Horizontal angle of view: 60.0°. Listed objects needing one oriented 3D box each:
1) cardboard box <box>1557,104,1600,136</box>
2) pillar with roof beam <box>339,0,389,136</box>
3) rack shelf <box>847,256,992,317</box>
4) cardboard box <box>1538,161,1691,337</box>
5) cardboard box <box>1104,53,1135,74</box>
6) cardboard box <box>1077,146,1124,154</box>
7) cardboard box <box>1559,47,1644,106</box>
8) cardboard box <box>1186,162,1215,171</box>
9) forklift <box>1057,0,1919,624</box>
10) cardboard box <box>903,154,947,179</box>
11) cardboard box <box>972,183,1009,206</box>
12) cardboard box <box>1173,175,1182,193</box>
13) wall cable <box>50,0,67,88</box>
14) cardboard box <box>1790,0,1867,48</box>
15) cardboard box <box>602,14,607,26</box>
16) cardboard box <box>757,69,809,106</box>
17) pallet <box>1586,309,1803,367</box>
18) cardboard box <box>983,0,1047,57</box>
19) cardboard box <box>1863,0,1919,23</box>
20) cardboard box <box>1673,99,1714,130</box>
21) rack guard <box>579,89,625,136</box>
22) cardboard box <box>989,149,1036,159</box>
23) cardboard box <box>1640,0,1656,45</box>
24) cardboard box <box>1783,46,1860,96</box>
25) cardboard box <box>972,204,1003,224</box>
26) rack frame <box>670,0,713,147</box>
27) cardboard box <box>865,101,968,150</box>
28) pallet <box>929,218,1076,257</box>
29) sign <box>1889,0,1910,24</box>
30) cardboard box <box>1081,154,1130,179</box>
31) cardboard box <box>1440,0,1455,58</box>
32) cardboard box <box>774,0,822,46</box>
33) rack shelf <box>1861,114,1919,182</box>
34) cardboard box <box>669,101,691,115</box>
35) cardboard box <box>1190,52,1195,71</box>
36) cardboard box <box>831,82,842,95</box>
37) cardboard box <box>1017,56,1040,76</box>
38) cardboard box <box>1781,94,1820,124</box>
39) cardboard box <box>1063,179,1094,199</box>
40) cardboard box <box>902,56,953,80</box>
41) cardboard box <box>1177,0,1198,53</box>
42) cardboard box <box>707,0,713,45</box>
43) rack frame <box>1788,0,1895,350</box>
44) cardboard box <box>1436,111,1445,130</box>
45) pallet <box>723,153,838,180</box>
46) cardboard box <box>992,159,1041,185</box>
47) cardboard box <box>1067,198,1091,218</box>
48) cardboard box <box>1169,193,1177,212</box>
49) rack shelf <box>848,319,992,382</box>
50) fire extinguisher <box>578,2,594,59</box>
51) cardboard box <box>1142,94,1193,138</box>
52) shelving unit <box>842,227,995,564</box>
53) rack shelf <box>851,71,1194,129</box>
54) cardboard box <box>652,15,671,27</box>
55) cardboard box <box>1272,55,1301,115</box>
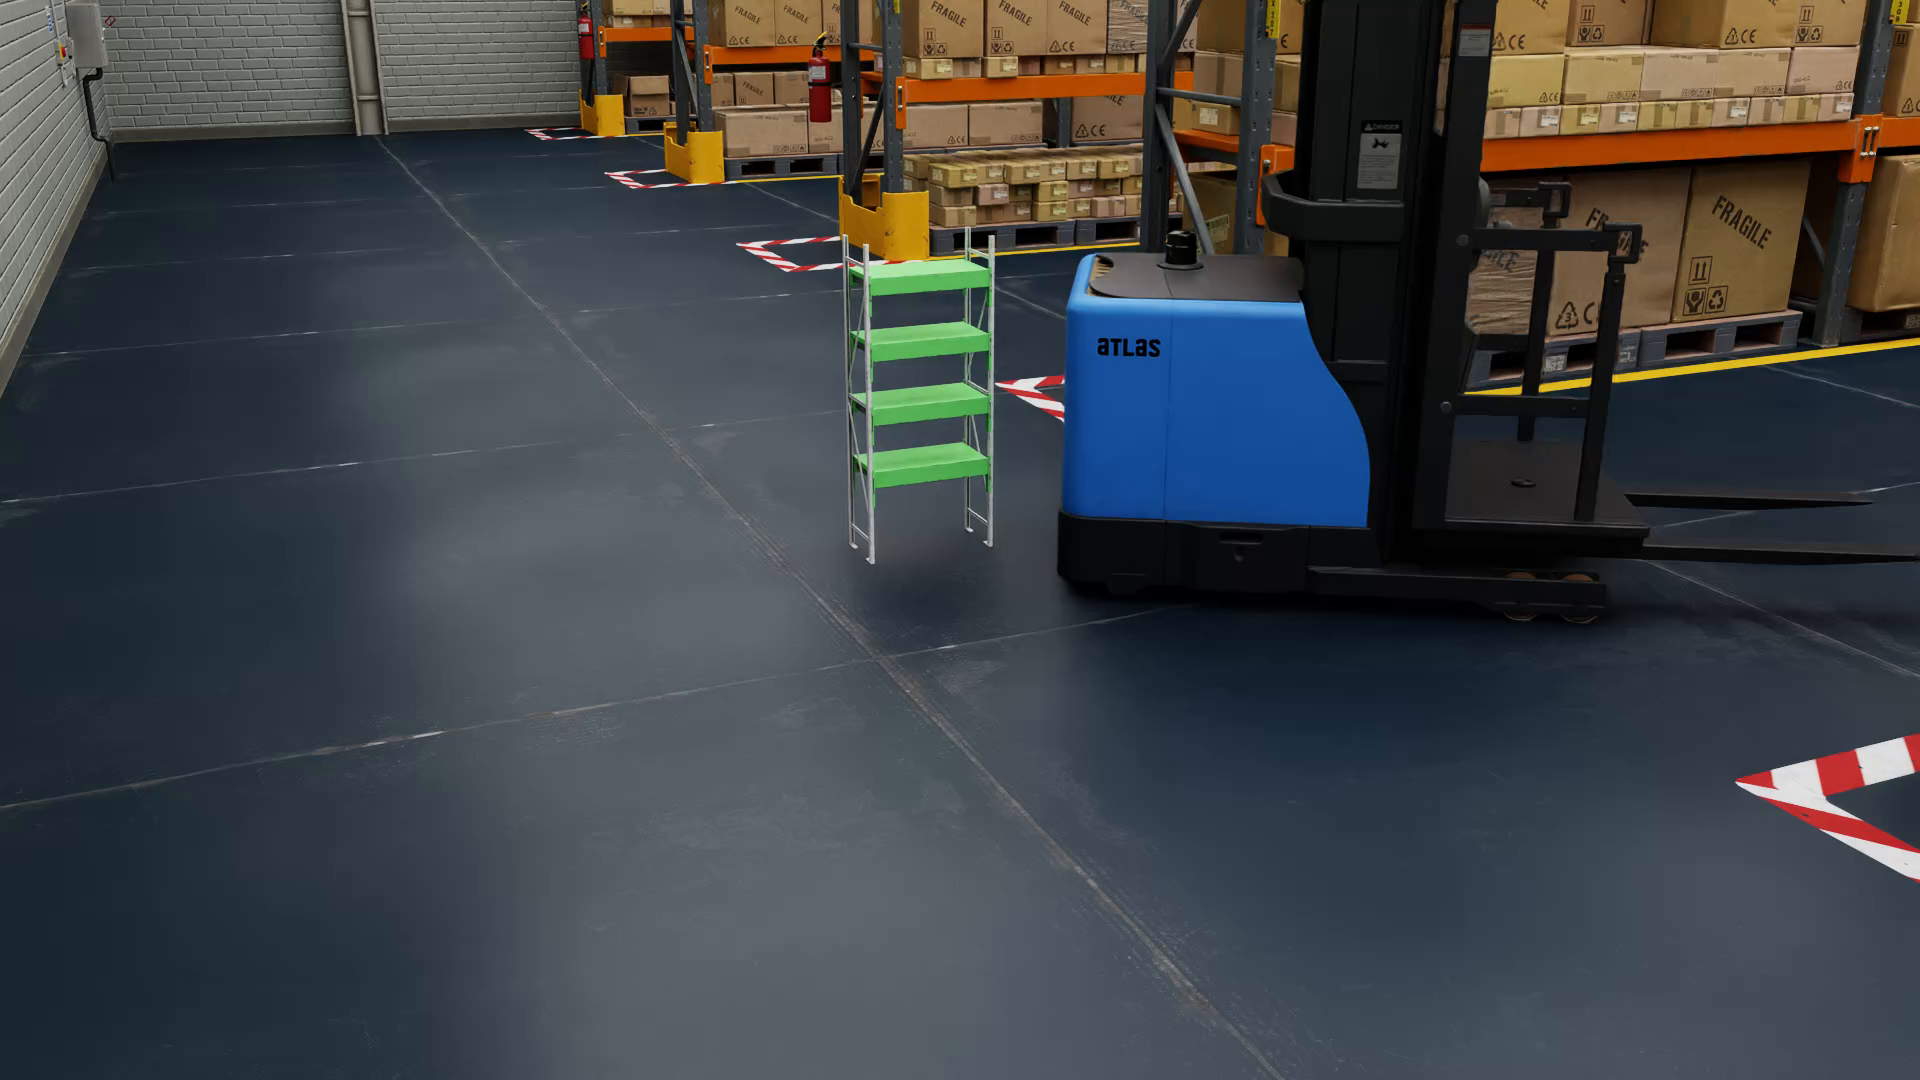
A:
[{"bbox_3d":[3.070,-2.187,8.595,0.250,0.149,0.380,-9,21,-23],"label":"cardboard box"},{"bbox_3d":[-5.821,-8.129,16.060,0.400,9.000,9.100,-8,21,-22],"label":"pillar with roof beam"},{"bbox_3d":[-0.152,-0.937,6.123,0.480,0.148,0.258,-8,21,-22],"label":"rack shelf"},{"bbox_3d":[3.410,-1.698,9.395,0.875,0.875,0.875,-8,21,-22],"label":"cardboard box"},{"bbox_3d":[1.169,-3.727,12.970,0.250,0.149,0.380,-7,21,-20],"label":"cardboard box"},{"bbox_3d":[1.159,-3.163,13.753,0.250,0.149,0.380,-8,21,-22],"label":"cardboard box"},{"bbox_3d":[3.163,-2.413,8.636,0.500,0.250,0.500,-9,21,-23],"label":"cardboard box"},{"bbox_3d":[1.853,-3.062,13.466,0.250,0.149,0.380,-9,21,-25],"label":"cardboard box"},{"bbox_3d":[1.904,-1.283,5.752,3.031,2.935,1.130,2,20,6],"label":"forklift"},{"bbox_3d":[-0.285,-2.963,13.186,0.250,0.149,0.380,-8,21,-21],"label":"cardboard box"},{"bbox_3d":[0.186,-2.686,12.845,0.250,0.149,0.380,-8,21,-22],"label":"cardboard box"},{"bbox_3d":[1.607,-2.912,13.489,0.250,0.149,0.380,-9,21,-24],"label":"cardboard box"},{"bbox_3d":[-7.892,-4.924,14.413,0.123,1.953,0.585,-8,21,-22],"label":"wall cable"},{"bbox_3d":[4.558,-2.964,9.073,0.500,0.500,0.500,-8,21,-20],"label":"cardboard box"},{"bbox_3d":[-4.496,-6.699,21.409,0.250,0.149,0.380,-8,21,-23],"label":"cardboard box"},{"bbox_3d":[-2.341,-6.000,22.177,0.500,0.500,0.700,-9,21,-24],"label":"cardboard box"},{"bbox_3d":[4.145,-1.291,9.872,1.213,0.211,1.003,-8,21,-22],"label":"pallet"},{"bbox_3d":[0.332,-3.923,12.549,0.500,0.500,0.500,-8,21,-22],"label":"cardboard box"},{"bbox_3d":[5.457,-3.290,9.688,0.637,0.503,0.797,-9,21,-23],"label":"cardboard box"},{"bbox_3d":[3.779,-2.289,8.884,0.250,0.149,0.380,-8,21,-21],"label":"cardboard box"},{"bbox_3d":[-4.624,-5.523,21.455,0.348,0.500,1.175,-8,21,-22],"label":"rack guard"},{"bbox_3d":[0.419,-3.066,13.479,0.250,0.149,0.380,-9,21,-24],"label":"cardboard box"},{"bbox_3d":[3.878,-3.059,9.341,0.500,0.500,0.500,-8,21,-22],"label":"cardboard box"},{"bbox_3d":[4.573,-2.614,9.208,0.500,0.250,0.500,-9,21,-23],"label":"cardboard box"},{"bbox_3d":[0.145,-2.567,12.955,0.250,0.149,0.380,-8,21,-22],"label":"cardboard box"},{"bbox_3d":[-2.724,-5.179,16.714,0.127,3.000,1.000,-8,21,-22],"label":"rack frame"},{"bbox_3d":[-0.492,-4.527,18.087,0.875,0.438,0.875,-9,21,-24],"label":"cardboard box"},{"bbox_3d":[0.159,-2.473,13.229,1.213,0.211,1.003,-8,21,-22],"label":"pallet"},{"bbox_3d":[5.095,-2.960,8.988,0.005,0.325,0.100,-8,21,-22],"label":"sign"},{"bbox_3d":[1.146,-2.961,13.179,0.250,0.149,0.380,-8,21,-21],"label":"cardboard box"},{"bbox_3d":[2.208,-2.627,8.114,0.500,0.500,0.500,-9,21,-23],"label":"cardboard box"},{"bbox_3d":[-1.716,-5.277,16.841,0.500,0.500,0.500,-8,21,-23],"label":"cardboard box"},{"bbox_3d":[6.711,-2.607,10.492,4.000,0.370,1.077,-8,21,-22],"label":"rack shelf"},{"bbox_3d":[-3.689,-5.641,21.686,0.250,0.149,0.380,-9,21,-24],"label":"cardboard box"},{"bbox_3d":[1.886,-3.826,13.250,0.250,0.149,0.380,-9,21,-24],"label":"cardboard box"},{"bbox_3d":[-1.721,-6.133,22.840,0.500,0.311,0.500,-7,21,-20],"label":"cardboard box"},{"bbox_3d":[0.426,-3.648,12.744,0.250,0.149,0.380,-7,21,-19],"label":"cardboard box"},{"bbox_3d":[4.487,-2.390,9.173,0.250,0.149,0.380,-8,21,-21],"label":"cardboard box"},{"bbox_3d":[0.860,-2.809,13.197,0.250,0.149,0.380,-9,21,-25],"label":"cardboard box"},{"bbox_3d":[-0.243,-3.507,12.343,0.250,0.149,0.380,-8,21,-22],"label":"cardboard box"},{"bbox_3d":[1.736,-4.113,13.090,0.500,0.500,0.500,-8,21,-22],"label":"cardboard box"},{"bbox_3d":[-2.386,-5.370,17.106,0.500,0.500,0.500,-8,21,-22],"label":"cardboard box"},{"bbox_3d":[4.874,-2.683,9.625,0.127,3.000,1.000,-8,21,-22],"label":"rack frame"},{"bbox_3d":[2.367,-2.087,8.311,0.250,0.149,0.380,-8,21,-23],"label":"cardboard box"},{"bbox_3d":[-2.021,-3.992,17.543,1.213,0.211,1.003,-8,21,-22],"label":"pallet"},{"bbox_3d":[0.433,-2.849,12.861,0.250,0.149,0.380,-8,21,-22],"label":"cardboard box"},{"bbox_3d":[0.845,-2.664,13.232,0.250,0.149,0.380,-8,21,-22],"label":"cardboard box"},{"bbox_3d":[1.561,-2.757,13.495,0.250,0.149,0.380,-8,21,-21],"label":"cardboard box"},{"bbox_3d":[-0.152,-0.710,6.202,0.480,0.148,0.258,-8,21,-22],"label":"rack shelf"},{"bbox_3d":[-4.646,-6.319,20.631,0.183,0.674,0.296,-8,21,-22],"label":"fire extinguisher"},{"bbox_3d":[2.313,-5.128,19.136,0.875,0.875,0.875,-8,21,-20],"label":"cardboard box"},{"bbox_3d":[-0.152,-0.544,6.261,0.503,1.200,0.258,-8,21,-22],"label":"shelving unit"},{"bbox_3d":[1.166,-3.606,13.331,4.000,0.370,1.077,-8,21,-22],"label":"rack shelf"},{"bbox_3d":[-3.840,-6.626,21.201,0.250,0.149,0.380,-8,21,-23],"label":"cardboard box"},{"bbox_3d":[1.749,-2.207,8.052,0.500,0.250,0.500,-9,21,-23],"label":"cardboard box"}]
